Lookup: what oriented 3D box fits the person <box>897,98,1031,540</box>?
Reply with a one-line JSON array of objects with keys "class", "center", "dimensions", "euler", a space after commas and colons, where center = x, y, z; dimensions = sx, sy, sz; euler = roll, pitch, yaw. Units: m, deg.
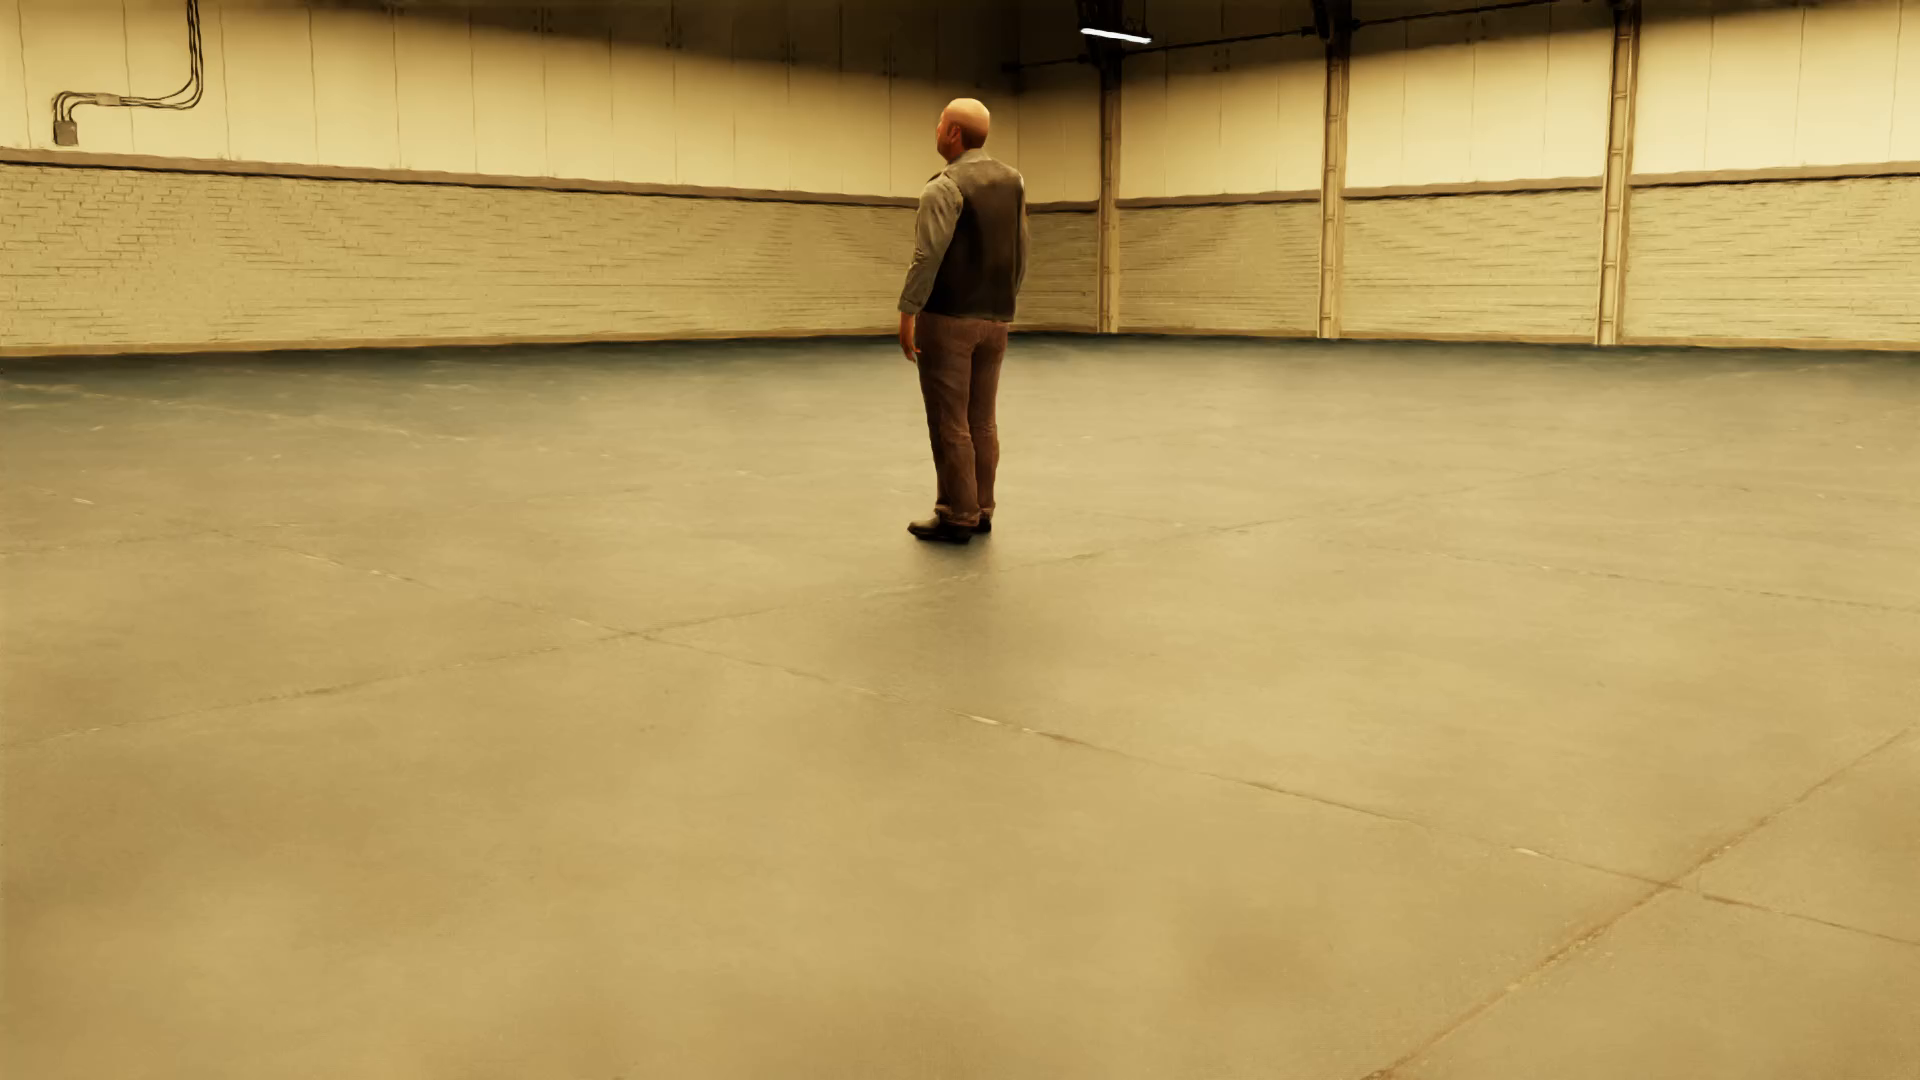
[{"class": "person", "center": [-0.039, -0.865, 6.637], "dimensions": [0.567, 1.720, 0.632], "euler": [8, 12, 43]}]
